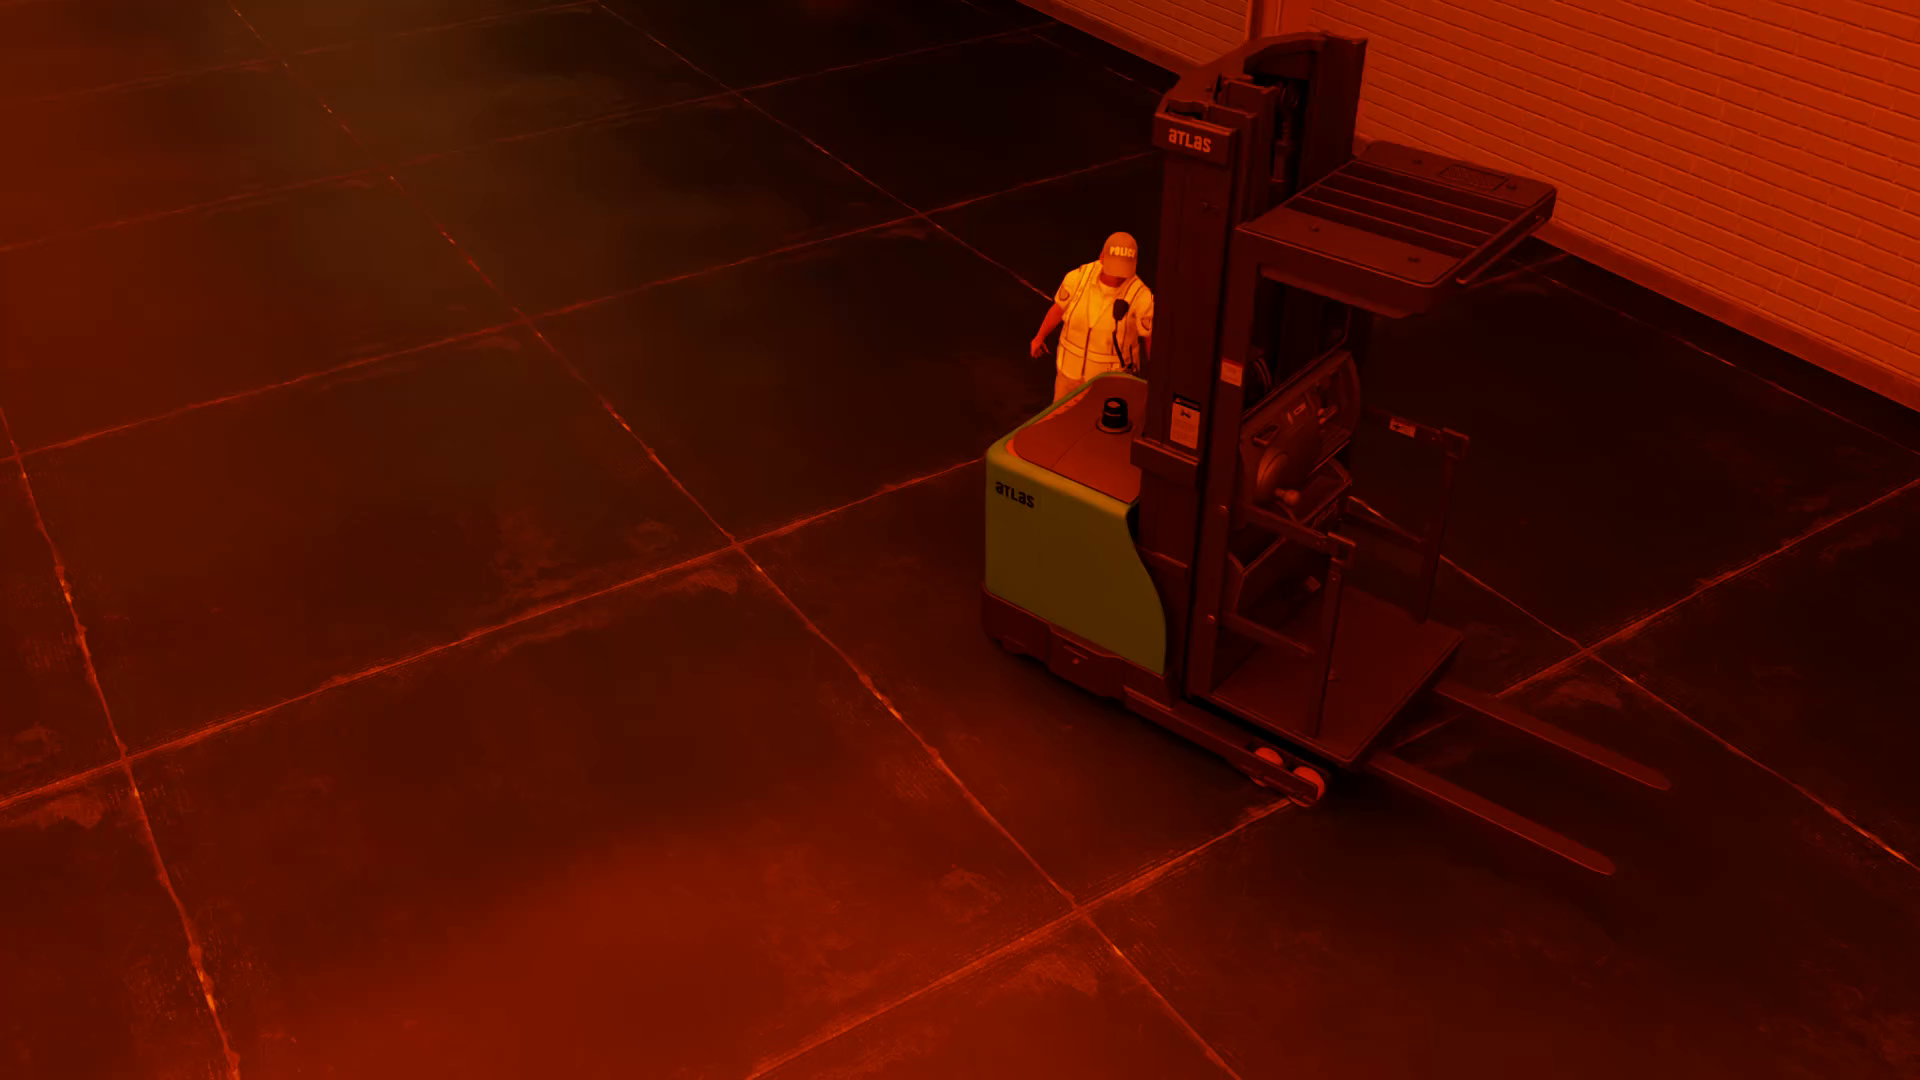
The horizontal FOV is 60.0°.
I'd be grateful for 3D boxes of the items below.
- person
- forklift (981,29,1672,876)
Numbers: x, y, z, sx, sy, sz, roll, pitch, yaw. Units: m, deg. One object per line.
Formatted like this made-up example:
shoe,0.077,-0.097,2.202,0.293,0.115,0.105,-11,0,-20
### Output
person,0.729,-0.885,8.607,0.841,1.628,0.511,18,39,24
forklift,1.564,-0.411,6.733,3.031,2.935,1.130,25,42,31
